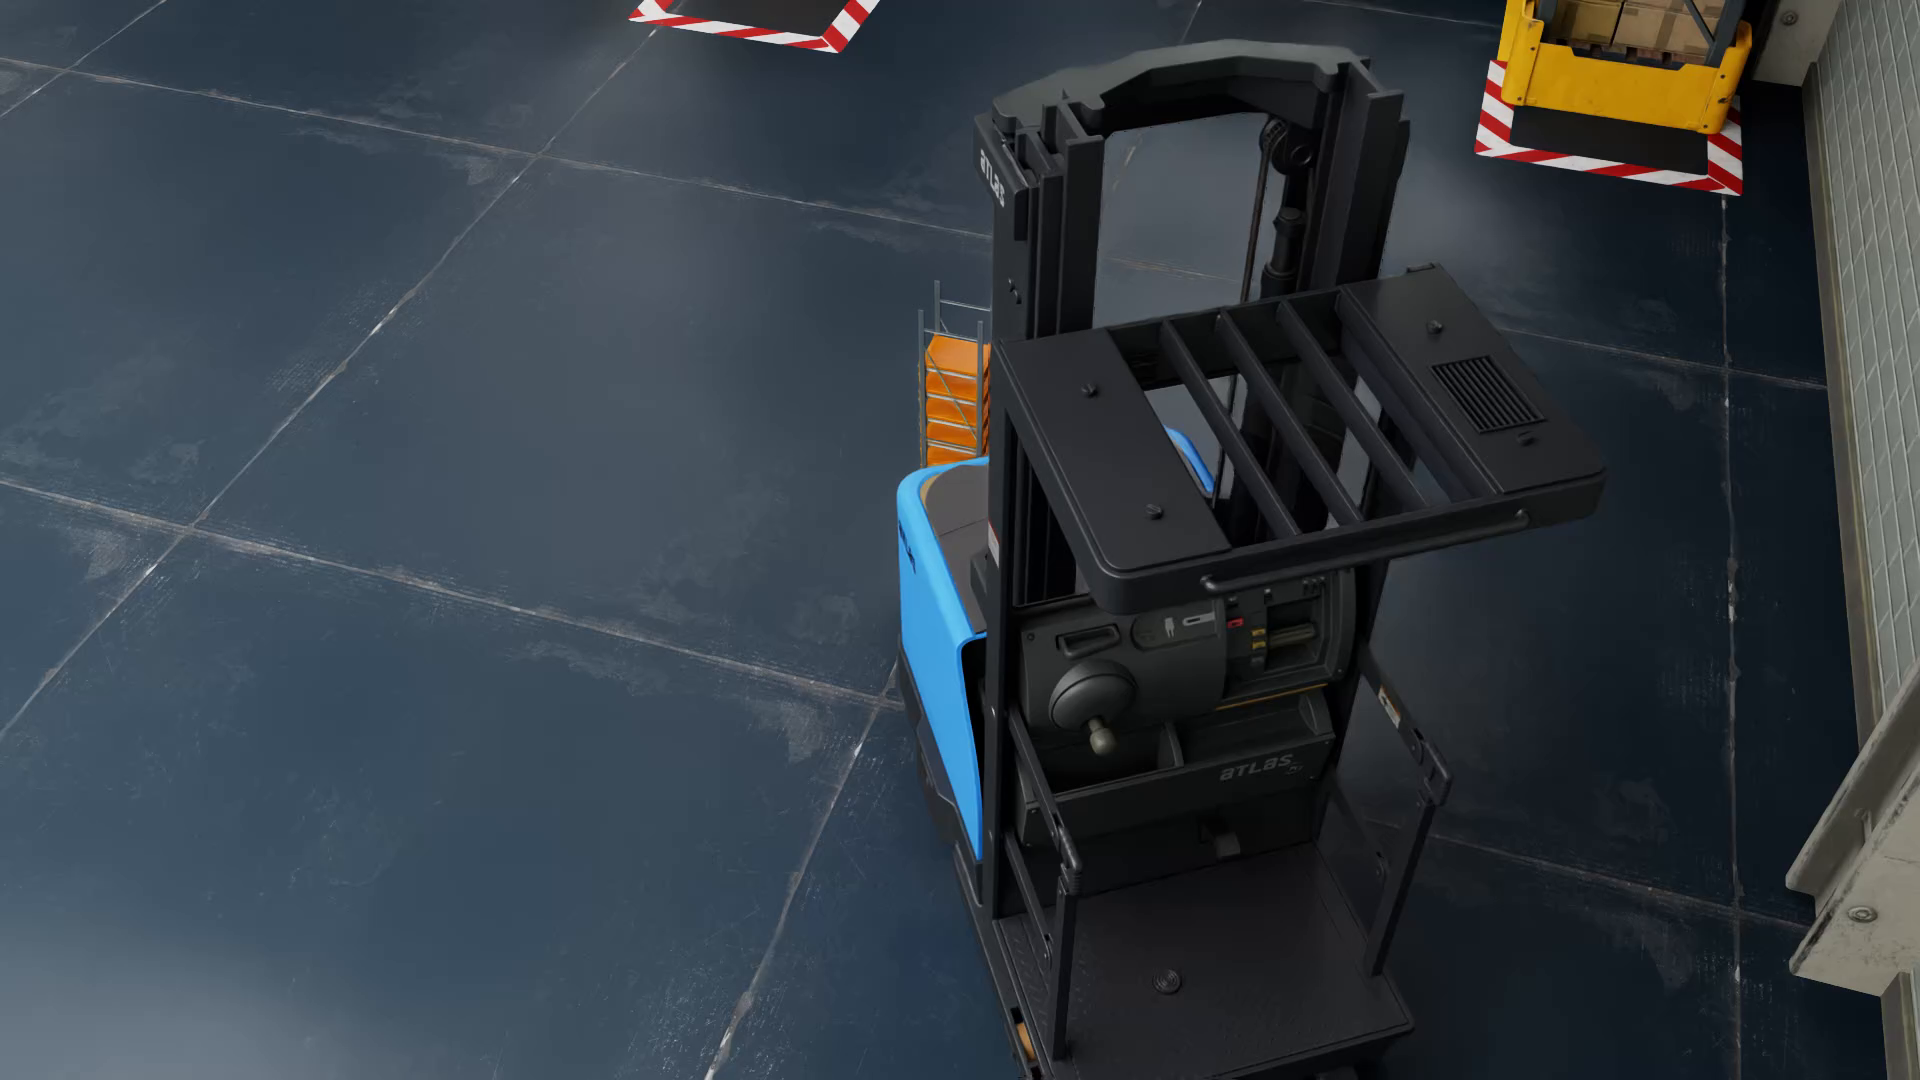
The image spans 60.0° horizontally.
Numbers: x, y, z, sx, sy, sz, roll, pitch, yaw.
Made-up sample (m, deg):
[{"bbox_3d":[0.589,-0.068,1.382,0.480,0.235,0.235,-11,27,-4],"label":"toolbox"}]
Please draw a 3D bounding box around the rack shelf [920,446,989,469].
[{"bbox_3d":[-0.004,-0.302,6.436,0.258,0.103,0.180,13,46,12],"label":"rack shelf"}]

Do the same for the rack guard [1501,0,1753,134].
[{"bbox_3d":[3.607,-2.599,9.048,1.175,0.500,0.348,13,46,13],"label":"rack guard"}]

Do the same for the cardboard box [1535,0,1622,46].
[{"bbox_3d":[3.456,-3.056,9.394,0.500,0.250,0.500,13,46,13],"label":"cardboard box"}]

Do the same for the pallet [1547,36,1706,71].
[{"bbox_3d":[3.806,-3.030,9.696,1.003,0.211,1.213,13,46,13],"label":"pallet"}]

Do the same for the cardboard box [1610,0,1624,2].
[{"bbox_3d":[3.464,-3.245,9.230,0.500,0.250,0.500,12,46,12],"label":"cardboard box"}]

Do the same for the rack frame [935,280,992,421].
[{"bbox_3d":[0.023,-0.480,6.383,0.240,1.200,0.006,13,46,12],"label":"rack frame"}]

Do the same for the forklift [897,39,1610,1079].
[{"bbox_3d":[0.672,0.397,4.248,1.130,2.935,3.031,-11,45,-11],"label":"forklift"}]

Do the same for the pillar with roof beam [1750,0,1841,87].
[{"bbox_3d":[0.581,-6.837,7.303,9.100,9.000,0.400,13,46,13],"label":"pillar with roof beam"}]

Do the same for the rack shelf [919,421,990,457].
[{"bbox_3d":[-0.004,-0.387,6.352,0.258,0.103,0.180,13,46,12],"label":"rack shelf"}]

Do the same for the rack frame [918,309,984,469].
[{"bbox_3d":[-0.032,-0.358,6.258,0.240,1.200,0.006,13,46,12],"label":"rack frame"}]

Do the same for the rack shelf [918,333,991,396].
[{"bbox_3d":[-0.004,-0.645,6.100,0.258,0.103,0.180,13,46,12],"label":"rack shelf"}]

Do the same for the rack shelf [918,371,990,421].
[{"bbox_3d":[-0.004,-0.559,6.184,0.258,0.103,0.180,13,46,12],"label":"rack shelf"}]

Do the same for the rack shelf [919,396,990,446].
[{"bbox_3d":[-0.004,-0.473,6.268,0.258,0.103,0.180,13,46,12],"label":"rack shelf"}]

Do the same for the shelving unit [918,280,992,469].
[{"bbox_3d":[-0.004,-0.419,6.320,0.258,1.200,0.189,13,46,12],"label":"shelving unit"}]

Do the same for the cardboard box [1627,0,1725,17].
[{"bbox_3d":[3.955,-3.124,9.106,0.500,0.250,0.500,13,46,13],"label":"cardboard box"}]

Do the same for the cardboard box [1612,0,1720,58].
[{"bbox_3d":[3.949,-2.961,9.297,0.500,0.250,0.500,13,46,13],"label":"cardboard box"}]

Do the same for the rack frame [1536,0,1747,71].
[{"bbox_3d":[3.614,-3.508,8.190,1.000,3.000,0.127,13,46,13],"label":"rack frame"}]

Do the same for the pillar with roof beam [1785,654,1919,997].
[{"bbox_3d":[-1.236,-2.838,3.216,9.100,9.000,0.400,13,46,13],"label":"pillar with roof beam"}]
